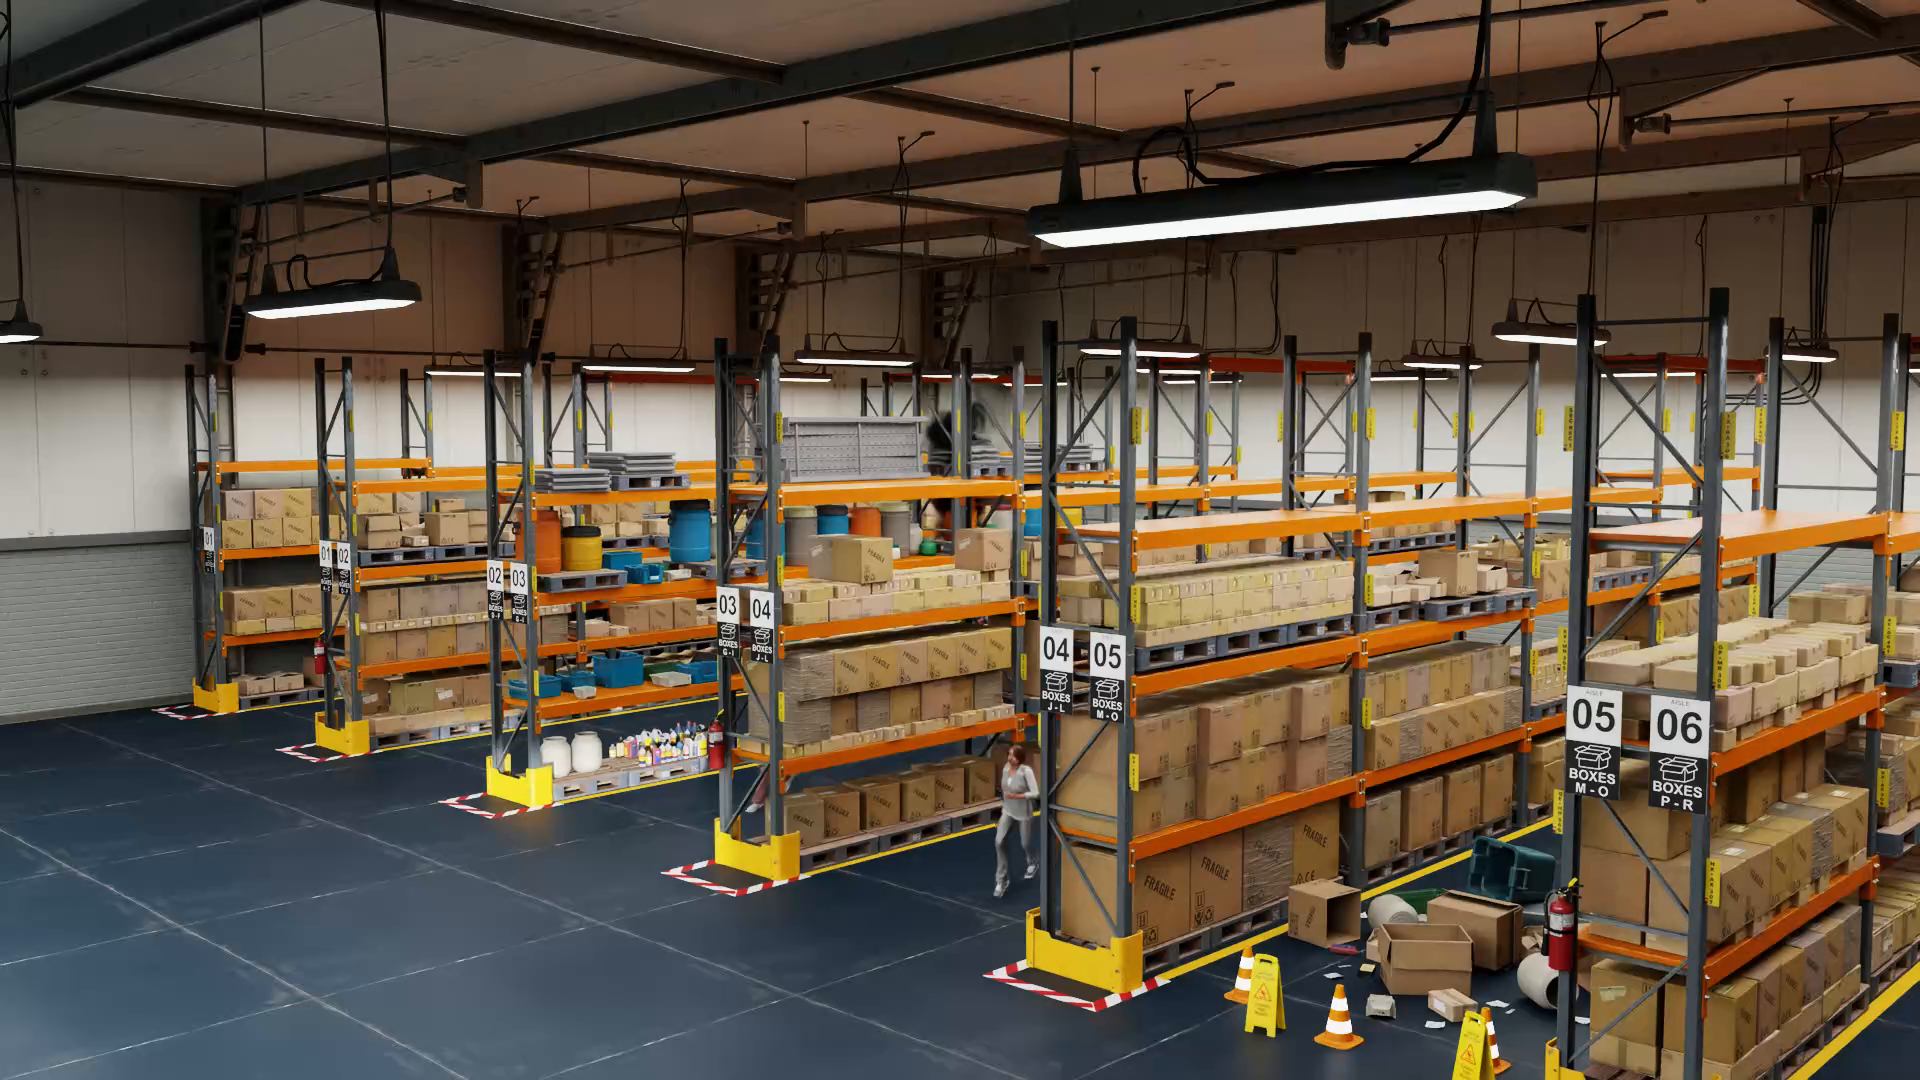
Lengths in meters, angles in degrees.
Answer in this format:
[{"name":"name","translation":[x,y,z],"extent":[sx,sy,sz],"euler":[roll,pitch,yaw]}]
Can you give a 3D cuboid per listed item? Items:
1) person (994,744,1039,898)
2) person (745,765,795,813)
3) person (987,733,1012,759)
[{"name":"person","translation":[0.665,3.004,17.992],"extent":[0.511,1.638,0.800],"euler":[2,5,27]},{"name":"person","translation":[-2.459,2.677,21.775],"extent":[0.602,1.661,0.941],"euler":[3,5,30]},{"name":"person","translation":[0.562,2.494,24.079],"extent":[0.632,1.661,0.861],"euler":[4,6,42]}]
